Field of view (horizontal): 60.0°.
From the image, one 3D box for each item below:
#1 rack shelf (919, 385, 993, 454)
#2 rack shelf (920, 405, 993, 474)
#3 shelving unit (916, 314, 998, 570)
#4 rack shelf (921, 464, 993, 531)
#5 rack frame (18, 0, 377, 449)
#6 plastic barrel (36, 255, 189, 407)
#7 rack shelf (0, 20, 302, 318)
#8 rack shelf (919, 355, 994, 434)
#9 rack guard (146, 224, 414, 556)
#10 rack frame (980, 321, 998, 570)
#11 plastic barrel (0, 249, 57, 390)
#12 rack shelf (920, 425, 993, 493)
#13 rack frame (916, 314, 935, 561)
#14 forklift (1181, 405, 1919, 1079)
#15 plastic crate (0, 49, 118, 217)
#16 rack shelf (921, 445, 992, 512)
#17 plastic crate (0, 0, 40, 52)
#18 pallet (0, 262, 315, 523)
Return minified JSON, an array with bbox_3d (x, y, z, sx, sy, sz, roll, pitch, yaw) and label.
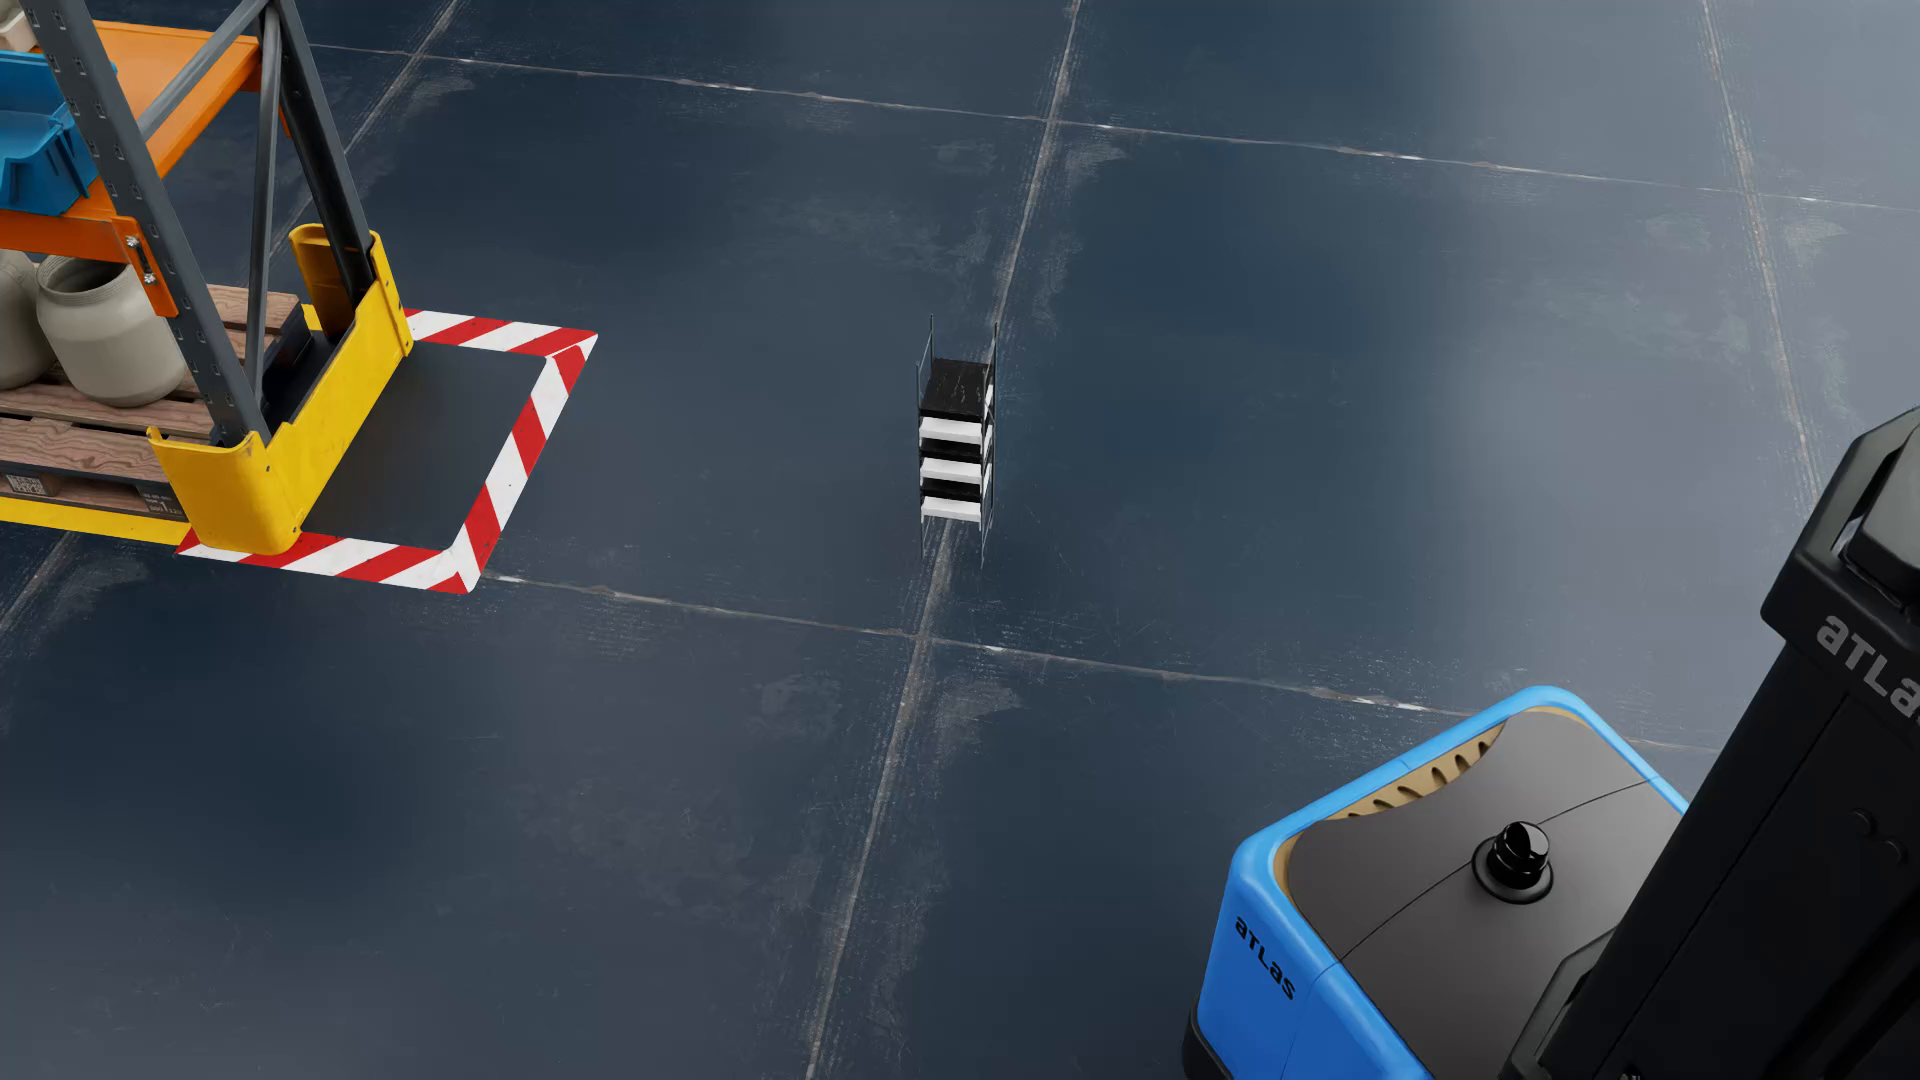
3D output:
[{"bbox_3d":[-0.008,-0.400,5.307,0.200,0.077,0.258,8,49,7],"label":"rack shelf"},{"bbox_3d":[-0.008,-0.340,5.374,0.200,0.077,0.258,8,49,7],"label":"rack shelf"},{"bbox_3d":[-0.008,-0.302,5.416,0.210,0.900,0.258,8,49,7],"label":"shelving unit"},{"bbox_3d":[-0.008,-0.159,5.575,0.200,0.077,0.258,8,49,7],"label":"rack shelf"},{"bbox_3d":[-2.293,-1.415,5.005,0.127,3.000,1.000,8,49,7],"label":"rack frame"},{"bbox_3d":[-2.954,-0.755,5.802,0.421,0.512,0.421,0,48,0],"label":"plastic barrel"},{"bbox_3d":[-4.261,-1.440,5.511,4.000,0.370,1.077,8,49,7],"label":"rack shelf"},{"bbox_3d":[-0.008,-0.460,5.240,0.200,0.077,0.258,8,49,7],"label":"rack shelf"},{"bbox_3d":[-2.376,-0.556,5.913,0.348,0.500,1.175,8,49,7],"label":"rack guard"},{"bbox_3d":[0.092,-0.288,5.404,0.006,0.900,0.240,8,49,7],"label":"rack frame"},{"bbox_3d":[-3.447,-0.822,5.862,0.421,0.512,0.421,0,48,0],"label":"plastic barrel"},{"bbox_3d":[-0.008,-0.280,5.441,0.200,0.077,0.258,8,49,7],"label":"rack shelf"},{"bbox_3d":[-0.108,-0.315,5.428,0.006,0.900,0.240,8,49,7],"label":"rack frame"},{"bbox_3d":[1.763,1.195,2.706,1.130,2.935,3.031,-23,52,-20],"label":"forklift"},{"bbox_3d":[-2.839,-1.213,4.923,0.616,0.251,0.499,8,49,7],"label":"plastic crate"},{"bbox_3d":[-0.008,-0.219,5.508,0.200,0.077,0.258,8,49,7],"label":"rack shelf"},{"bbox_3d":[-3.116,-1.681,5.421,0.250,0.136,0.298,8,49,7],"label":"plastic crate"},{"bbox_3d":[-3.175,-0.570,6.121,1.213,0.211,1.003,8,49,7],"label":"pallet"}]
